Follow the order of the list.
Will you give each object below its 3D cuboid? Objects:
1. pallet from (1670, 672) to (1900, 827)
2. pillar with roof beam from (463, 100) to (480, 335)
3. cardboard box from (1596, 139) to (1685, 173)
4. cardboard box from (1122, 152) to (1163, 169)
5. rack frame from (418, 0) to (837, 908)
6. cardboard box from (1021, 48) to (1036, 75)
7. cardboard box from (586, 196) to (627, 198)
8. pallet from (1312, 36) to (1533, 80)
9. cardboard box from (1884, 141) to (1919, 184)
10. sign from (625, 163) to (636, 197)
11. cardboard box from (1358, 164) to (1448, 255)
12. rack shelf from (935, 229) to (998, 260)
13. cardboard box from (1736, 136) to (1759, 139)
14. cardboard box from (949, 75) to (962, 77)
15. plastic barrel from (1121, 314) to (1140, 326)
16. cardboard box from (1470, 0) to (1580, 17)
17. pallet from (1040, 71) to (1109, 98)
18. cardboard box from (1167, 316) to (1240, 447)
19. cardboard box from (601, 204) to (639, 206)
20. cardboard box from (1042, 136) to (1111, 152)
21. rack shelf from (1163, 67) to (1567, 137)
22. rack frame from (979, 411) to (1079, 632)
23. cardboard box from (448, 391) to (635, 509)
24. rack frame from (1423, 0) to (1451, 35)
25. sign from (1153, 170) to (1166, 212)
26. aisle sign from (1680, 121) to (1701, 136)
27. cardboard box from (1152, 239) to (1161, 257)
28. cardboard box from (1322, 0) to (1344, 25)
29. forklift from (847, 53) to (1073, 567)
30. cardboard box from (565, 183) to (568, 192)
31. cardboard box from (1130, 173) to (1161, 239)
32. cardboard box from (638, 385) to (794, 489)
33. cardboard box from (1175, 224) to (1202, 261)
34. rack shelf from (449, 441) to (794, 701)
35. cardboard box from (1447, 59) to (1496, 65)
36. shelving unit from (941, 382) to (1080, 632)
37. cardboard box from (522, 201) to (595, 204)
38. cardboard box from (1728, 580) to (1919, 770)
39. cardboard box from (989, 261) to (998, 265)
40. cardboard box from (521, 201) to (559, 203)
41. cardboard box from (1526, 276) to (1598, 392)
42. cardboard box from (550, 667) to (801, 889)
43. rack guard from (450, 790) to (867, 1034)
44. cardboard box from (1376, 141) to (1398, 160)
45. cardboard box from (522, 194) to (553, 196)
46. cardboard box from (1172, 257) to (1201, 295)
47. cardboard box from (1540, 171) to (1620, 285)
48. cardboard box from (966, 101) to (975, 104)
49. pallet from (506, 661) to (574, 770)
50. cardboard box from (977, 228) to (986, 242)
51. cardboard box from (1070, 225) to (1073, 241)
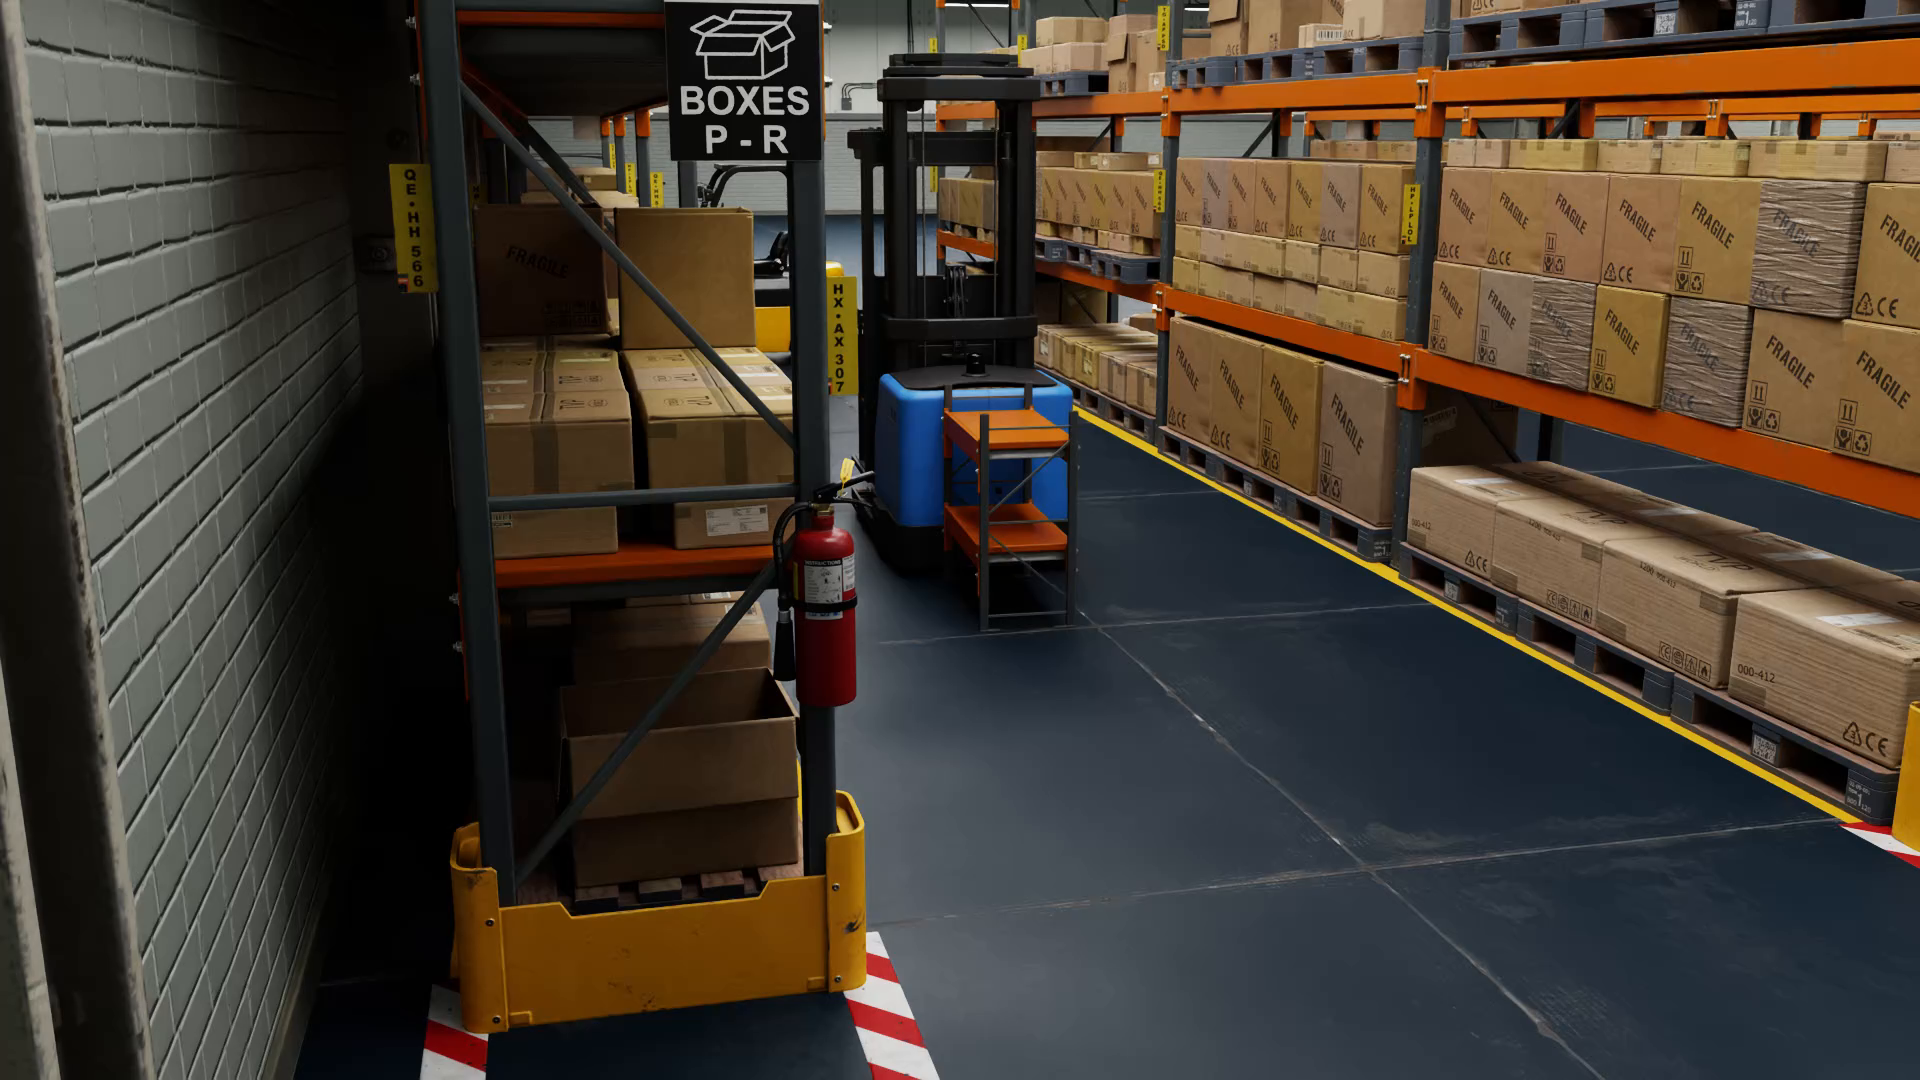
[{"bbox_3d":[3.701,0.786,6.764,1.003,0.211,1.213,-3,14,-13],"label":"pallet"},{"bbox_3d":[0.265,-5.361,13.410,9.100,9.000,0.400,-3,14,-13],"label":"pillar with roof beam"},{"bbox_3d":[3.196,-1.781,7.713,0.380,0.149,0.250,-3,14,-13],"label":"cardboard box"},{"bbox_3d":[1.736,-3.555,15.567,0.380,0.149,0.250,-4,14,-16],"label":"cardboard box"},{"bbox_3d":[-0.859,-0.111,4.560,1.000,3.000,0.127,-3,14,-13],"label":"rack frame"},{"bbox_3d":[0.894,-4.588,15.996,0.500,0.250,0.500,-4,14,-15],"label":"cardboard box"},{"bbox_3d":[-3.052,-2.883,14.330,0.380,0.149,0.250,-3,14,-13],"label":"cardboard box"},{"bbox_3d":[2.762,-2.884,9.994,0.805,0.209,1.217,-4,14,-15],"label":"pallet"},{"bbox_3d":[3.603,-1.366,6.016,0.380,0.149,0.250,-3,14,-12],"label":"cardboard box"},{"bbox_3d":[-3.152,-3.435,15.896,0.100,0.325,0.005,-3,14,-13],"label":"sign"},{"bbox_3d":[2.677,-1.934,9.707,0.500,0.500,0.500,-3,14,-11],"label":"cardboard box"},{"bbox_3d":[0.677,-3.268,19.001,1.077,0.370,4.000,-3,14,-13],"label":"rack shelf"},{"bbox_3d":[10.057,-4.822,20.901,0.500,0.500,0.500,-3,14,-13],"label":"cardboard box"},{"bbox_3d":[0.175,-5.361,19.417,0.500,0.250,0.500,-3,14,-14],"label":"cardboard box"},{"bbox_3d":[2.164,-2.436,19.505,0.512,0.421,0.421,7,15,26],"label":"plastic barrel"},{"bbox_3d":[2.960,-2.922,8.440,0.500,0.500,0.500,-3,14,-12],"label":"cardboard box"},{"bbox_3d":[1.435,-4.135,15.107,1.213,0.211,1.003,-3,14,-13],"label":"pallet"},{"bbox_3d":[2.168,-1.242,12.781,0.875,0.875,0.875,-3,14,-14],"label":"cardboard box"},{"bbox_3d":[-2.590,-2.471,12.645,0.380,0.149,0.250,-3,14,-12],"label":"cardboard box"},{"bbox_3d":[1.254,-3.949,17.326,0.700,0.500,0.500,-3,14,-14],"label":"cardboard box"},{"bbox_3d":[2.556,-2.880,11.091,1.077,0.370,4.000,-3,14,-13],"label":"rack shelf"},{"bbox_3d":[0.346,-0.089,8.423,0.500,1.125,0.032,-3,14,-10],"label":"rack frame"},{"bbox_3d":[-1.225,-0.274,4.916,0.500,0.250,0.500,-3,14,-12],"label":"cardboard box"},{"bbox_3d":[3.026,-4.225,8.761,1.000,3.000,0.127,-3,14,-13],"label":"rack frame"},{"bbox_3d":[1.561,-2.725,12.989,0.100,0.325,0.005,-3,14,-13],"label":"sign"},{"bbox_3d":[10.117,-5.926,22.883,0.394,0.787,0.004,-3,14,-13],"label":"aisle sign"},{"bbox_3d":[1.780,-2.378,13.486,0.380,0.149,0.250,-3,14,-11],"label":"cardboard box"},{"bbox_3d":[2.782,-3.553,11.234,0.500,0.500,0.500,-3,14,-13],"label":"cardboard box"},{"bbox_3d":[-0.117,-1.570,10.677,1.130,2.935,3.031,-3,14,-10],"label":"forklift"},{"bbox_3d":[-4.616,-3.960,18.740,0.380,0.149,0.250,-4,14,-14],"label":"cardboard box"},{"bbox_3d":[1.709,-2.720,13.519,0.500,0.500,0.500,-4,14,-15],"label":"cardboard box"},{"bbox_3d":[-0.704,-0.302,5.032,0.500,0.250,0.500,-3,14,-13],"label":"cardboard box"},{"bbox_3d":[1.965,-2.273,12.674,0.500,0.250,0.500,-3,14,-14],"label":"cardboard box"},{"bbox_3d":[-1.329,-0.223,6.534,1.077,0.370,4.000,-3,14,-13],"label":"rack shelf"},{"bbox_3d":[5.569,-5.336,18.223,0.500,0.250,0.500,-3,14,-14],"label":"cardboard box"},{"bbox_3d":[0.252,-0.208,8.908,0.538,1.125,1.048,-3,14,-10],"label":"shelving unit"},{"bbox_3d":[-2.769,-2.081,11.531,0.500,0.500,0.500,-3,14,-11],"label":"cardboard box"},{"bbox_3d":[3.713,0.506,6.550,0.875,0.438,0.875,-4,14,-15],"label":"cardboard box"},{"bbox_3d":[0.649,-3.142,20.294,0.500,0.500,0.500,-3,14,-13],"label":"cardboard box"},{"bbox_3d":[-3.294,-2.618,13.246,0.380,0.149,0.250,-3,14,-14],"label":"cardboard box"},{"bbox_3d":[3.106,-1.005,8.011,0.500,0.500,0.500,-3,14,-13],"label":"cardboard box"},{"bbox_3d":[-0.910,0.752,5.405,0.797,0.503,0.637,-4,14,-15],"label":"cardboard box"},{"bbox_3d":[-0.877,1.086,4.928,1.175,0.500,0.348,-3,14,-13],"label":"rack guard"},{"bbox_3d":[5.514,-4.515,19.995,0.875,0.550,0.500,-3,14,-13],"label":"cardboard box"},{"bbox_3d":[-3.733,-3.027,14.920,0.380,0.149,0.250,-3,14,-13],"label":"cardboard box"},{"bbox_3d":[1.957,-2.034,12.748,0.500,0.250,0.500,-4,14,-14],"label":"cardboard box"},{"bbox_3d":[3.124,-1.486,7.873,0.500,0.500,0.500,-3,14,-12],"label":"cardboard box"},{"bbox_3d":[0.277,-5.022,18.871,0.380,0.149,0.250,-3,14,-13],"label":"cardboard box"},{"bbox_3d":[-1.348,0.762,6.865,1.003,0.211,1.213,-3,14,-13],"label":"pallet"},{"bbox_3d":[0.407,-3.444,18.732,0.380,0.149,0.250,-3,14,-13],"label":"cardboard box"},{"bbox_3d":[1.236,-2.855,15.439,0.380,0.149,0.250,-3,14,-13],"label":"cardboard box"}]
